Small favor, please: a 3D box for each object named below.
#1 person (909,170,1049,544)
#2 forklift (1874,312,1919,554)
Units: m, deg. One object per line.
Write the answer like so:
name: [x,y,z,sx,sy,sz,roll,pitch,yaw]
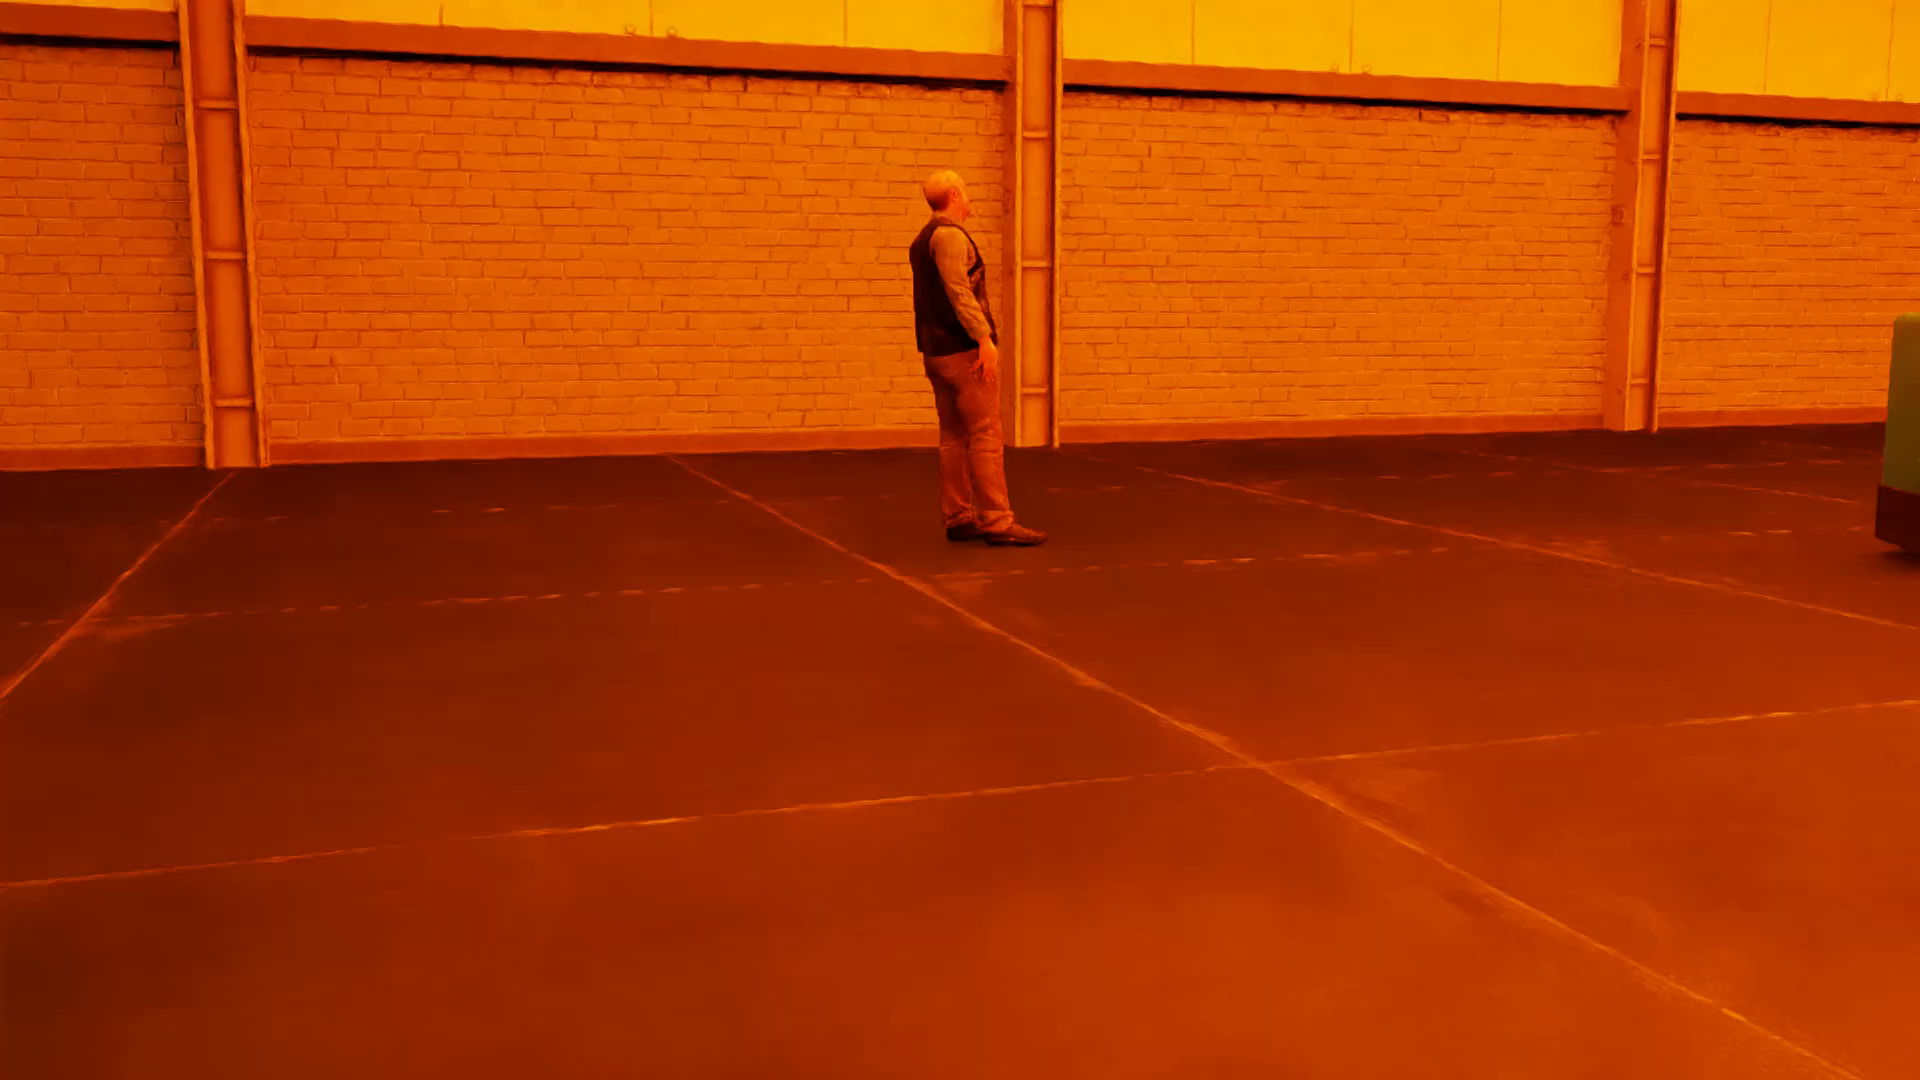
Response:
person: [0.062,-0.862,7.819,0.567,1.720,0.632,-3,8,-18]
forklift: [5.520,-1.298,6.591,3.031,2.935,1.130,2,8,11]
